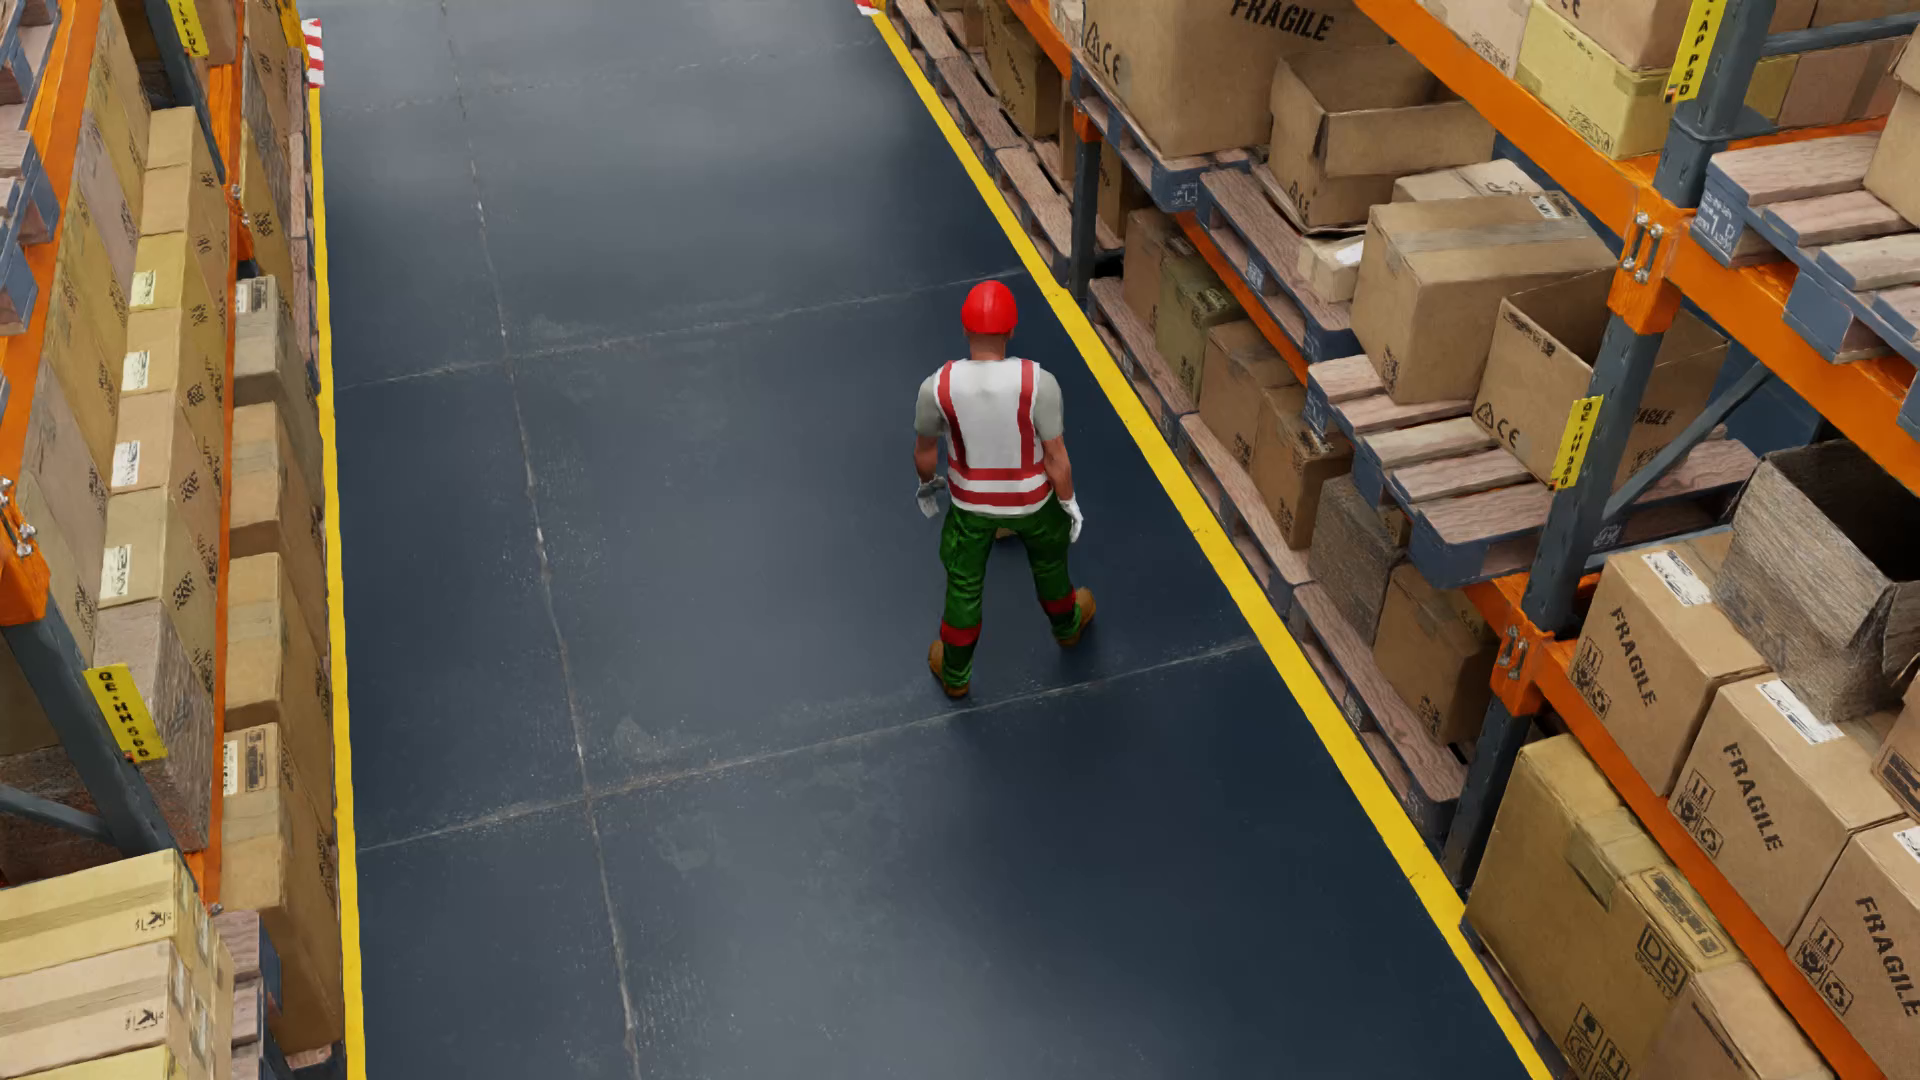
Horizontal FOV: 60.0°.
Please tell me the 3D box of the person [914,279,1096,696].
[{"bbox_3d":[0.190,-0.212,6.353,0.715,1.769,0.631,6,42,6],"label":"person"}]
